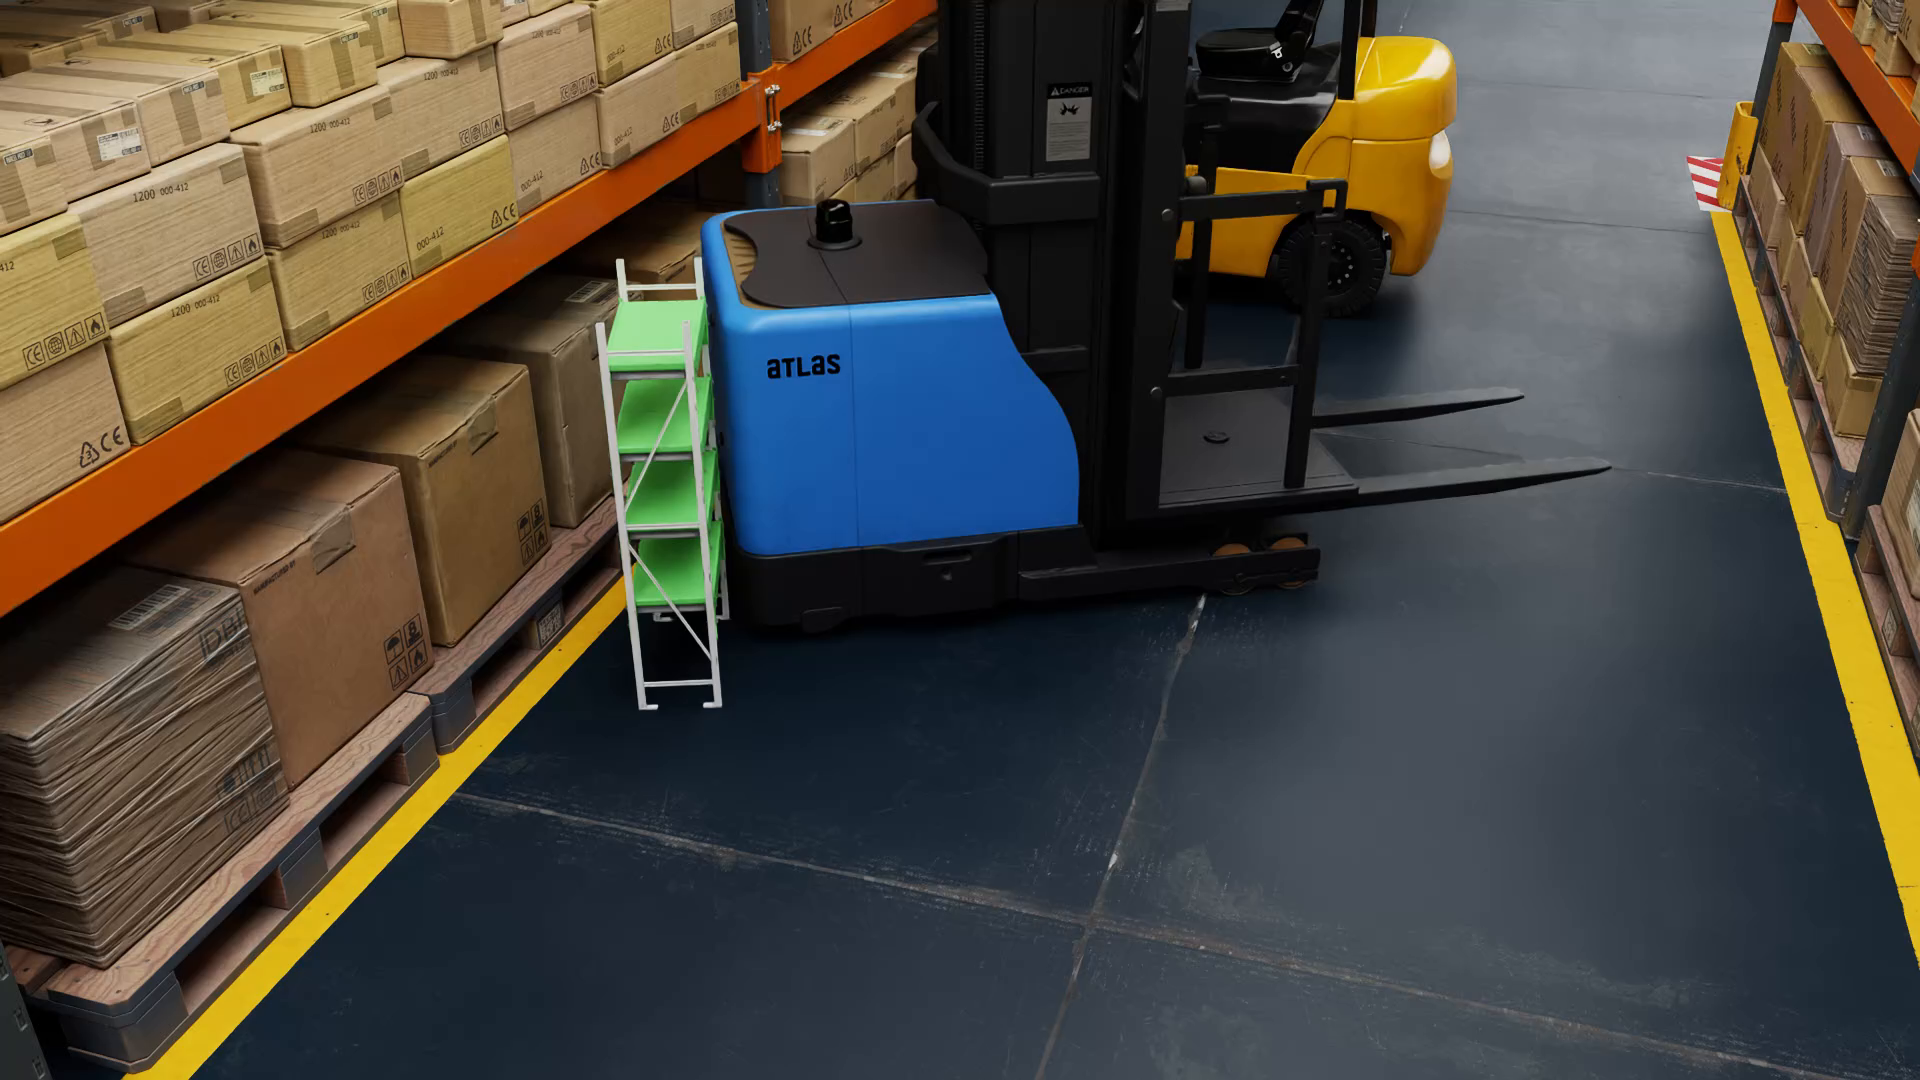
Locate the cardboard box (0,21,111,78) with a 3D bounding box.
[{"bbox_3d":[-2.207,-1.100,3.872,0.380,0.149,0.250,8,30,15],"label":"cardboard box"}]

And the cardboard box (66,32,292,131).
[{"bbox_3d":[-1.757,-1.034,3.754,0.380,0.149,0.250,9,30,15],"label":"cardboard box"}]

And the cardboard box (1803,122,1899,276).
[{"bbox_3d":[3.763,-1.359,6.732,0.500,0.500,0.500,10,31,18],"label":"cardboard box"}]

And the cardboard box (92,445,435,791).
[{"bbox_3d":[-1.990,0.152,4.402,0.875,0.625,0.625,9,30,17],"label":"cardboard box"}]

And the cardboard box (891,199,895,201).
[{"bbox_3d":[-0.603,-1.366,7.517,0.500,0.250,0.500,8,30,14],"label":"cardboard box"}]

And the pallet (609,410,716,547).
[{"bbox_3d":[-1.375,-0.402,6.255,1.003,0.211,1.213,8,30,15],"label":"pallet"}]

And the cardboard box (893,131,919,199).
[{"bbox_3d":[-0.454,-1.816,7.811,0.500,0.250,0.500,8,30,14],"label":"cardboard box"}]

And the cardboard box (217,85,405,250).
[{"bbox_3d":[-1.687,-0.907,3.935,0.500,0.250,0.500,8,30,14],"label":"cardboard box"}]

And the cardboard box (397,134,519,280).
[{"bbox_3d":[-1.556,-0.930,4.490,0.500,0.250,0.500,9,30,16],"label":"cardboard box"}]

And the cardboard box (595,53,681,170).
[{"bbox_3d":[-1.236,-1.397,5.330,0.500,0.250,0.500,8,30,15],"label":"cardboard box"}]

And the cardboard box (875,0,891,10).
[{"bbox_3d":[-0.532,-2.661,7.345,0.500,0.500,0.500,8,30,14],"label":"cardboard box"}]

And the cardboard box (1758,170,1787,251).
[{"bbox_3d":[4.066,-1.531,7.813,0.500,0.250,0.500,10,30,17],"label":"cardboard box"}]

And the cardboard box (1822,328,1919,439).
[{"bbox_3d":[3.467,-0.557,6.062,0.500,0.250,0.500,10,31,17],"label":"cardboard box"}]

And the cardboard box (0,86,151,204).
[{"bbox_3d":[-1.867,-0.790,3.315,0.380,0.149,0.250,9,30,16],"label":"cardboard box"}]

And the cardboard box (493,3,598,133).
[{"bbox_3d":[-1.396,-1.380,4.785,0.500,0.250,0.500,9,30,16],"label":"cardboard box"}]

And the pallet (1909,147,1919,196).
[{"bbox_3d":[3.187,-0.844,4.378,1.003,0.211,1.213,8,30,15],"label":"pallet"}]

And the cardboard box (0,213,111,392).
[{"bbox_3d":[-1.983,-0.430,3.078,0.500,0.250,0.500,8,30,15],"label":"cardboard box"}]

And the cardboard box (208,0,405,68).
[{"bbox_3d":[-1.642,-1.279,4.193,0.380,0.149,0.250,8,30,15],"label":"cardboard box"}]

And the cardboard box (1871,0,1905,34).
[{"bbox_3d":[3.735,-2.160,6.138,0.500,0.500,0.500,9,30,16],"label":"cardboard box"}]

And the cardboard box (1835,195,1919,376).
[{"bbox_3d":[3.467,-0.885,5.880,0.500,0.500,0.500,8,30,14],"label":"cardboard box"}]

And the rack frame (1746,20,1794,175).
[{"bbox_3d":[4.724,-3.121,8.274,1.000,3.000,0.127,8,30,15],"label":"rack frame"}]

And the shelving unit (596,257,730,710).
[{"bbox_3d":[-0.836,-0.154,4.793,0.258,1.200,0.503,-2,29,-4],"label":"shelving unit"}]

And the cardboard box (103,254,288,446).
[{"bbox_3d":[-1.854,-0.448,3.625,0.500,0.250,0.500,8,30,14],"label":"cardboard box"}]

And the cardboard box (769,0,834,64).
[{"bbox_3d":[-0.816,-2.181,6.482,0.500,0.500,0.500,8,30,13],"label":"cardboard box"}]

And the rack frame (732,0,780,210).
[{"bbox_3d":[-1.196,-1.968,6.203,1.000,3.000,0.127,8,30,15],"label":"rack frame"}]

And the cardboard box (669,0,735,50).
[{"bbox_3d":[-1.096,-1.857,5.642,0.500,0.250,0.500,8,30,14],"label":"cardboard box"}]

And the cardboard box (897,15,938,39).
[{"bbox_3d":[-0.142,-2.514,8.551,0.500,0.250,0.500,9,30,16],"label":"cardboard box"}]

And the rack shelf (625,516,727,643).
[{"bbox_3d":[-0.836,0.112,4.940,0.258,0.148,0.480,-2,29,-4],"label":"rack shelf"}]

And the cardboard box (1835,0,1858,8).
[{"bbox_3d":[4.048,-2.415,7.264,0.380,0.149,0.250,9,30,16],"label":"cardboard box"}]

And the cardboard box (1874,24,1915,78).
[{"bbox_3d":[3.648,-1.818,6.190,0.380,0.149,0.250,8,30,14],"label":"cardboard box"}]

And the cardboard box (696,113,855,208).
[{"bbox_3d":[-0.754,-1.567,6.850,0.500,0.250,0.500,8,30,14],"label":"cardboard box"}]

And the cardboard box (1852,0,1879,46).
[{"bbox_3d":[3.793,-2.057,6.620,0.380,0.149,0.250,9,30,15],"label":"cardboard box"}]

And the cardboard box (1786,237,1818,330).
[{"bbox_3d":[3.767,-1.041,6.933,0.500,0.250,0.500,9,30,16],"label":"cardboard box"}]

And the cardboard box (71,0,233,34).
[{"bbox_3d":[-2.036,-1.333,4.291,0.380,0.149,0.250,9,30,16],"label":"cardboard box"}]

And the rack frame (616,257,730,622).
[{"bbox_3d":[-0.854,-0.272,5.005,0.240,1.200,0.015,-2,29,-4],"label":"rack frame"}]

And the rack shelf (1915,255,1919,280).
[{"bbox_3d":[2.963,-0.018,3.437,1.077,0.370,4.000,8,30,15],"label":"rack shelf"}]

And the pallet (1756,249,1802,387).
[{"bbox_3d":[4.070,-0.929,7.203,1.003,0.211,1.213,8,30,15],"label":"pallet"}]

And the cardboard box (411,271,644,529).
[{"bbox_3d":[-1.574,-0.511,5.593,0.875,0.625,0.625,8,30,14],"label":"cardboard box"}]

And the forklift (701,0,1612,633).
[{"bbox_3d":[0.706,-1.345,5.153,3.031,2.935,1.130,-6,30,-10],"label":"forklift"}]

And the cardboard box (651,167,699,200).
[{"bbox_3d":[-1.237,-1.644,6.987,0.500,0.250,0.500,9,30,16],"label":"cardboard box"}]

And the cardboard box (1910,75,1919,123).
[{"bbox_3d":[3.420,-1.462,5.551,0.380,0.149,0.250,9,30,16],"label":"cardboard box"}]

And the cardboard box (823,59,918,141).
[{"bbox_3d":[-0.459,-2.036,7.693,0.500,0.250,0.500,10,30,17],"label":"cardboard box"}]

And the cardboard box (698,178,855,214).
[{"bbox_3d":[-0.759,-1.350,6.973,0.500,0.250,0.500,8,30,15],"label":"cardboard box"}]

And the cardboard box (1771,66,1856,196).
[{"bbox_3d":[4.067,-1.840,7.598,0.500,0.500,0.500,7,30,13],"label":"cardboard box"}]

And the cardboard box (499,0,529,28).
[{"bbox_3d":[-1.431,-1.507,4.604,0.380,0.149,0.250,9,30,15],"label":"cardboard box"}]

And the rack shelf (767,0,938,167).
[{"bbox_3d":[-0.609,-2.584,8.049,1.077,0.370,4.000,8,30,15],"label":"rack shelf"}]

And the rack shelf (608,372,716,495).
[{"bbox_3d":[-0.836,-0.308,4.707,0.258,0.148,0.480,-2,29,-4],"label":"rack shelf"}]

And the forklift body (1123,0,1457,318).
[{"bbox_3d":[1.165,-2.315,7.699,2.313,2.155,1.214,8,30,15],"label":"forklift body"}]

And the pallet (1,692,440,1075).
[{"bbox_3d":[-2.091,0.732,4.217,1.003,0.211,1.213,8,30,15],"label":"pallet"}]
